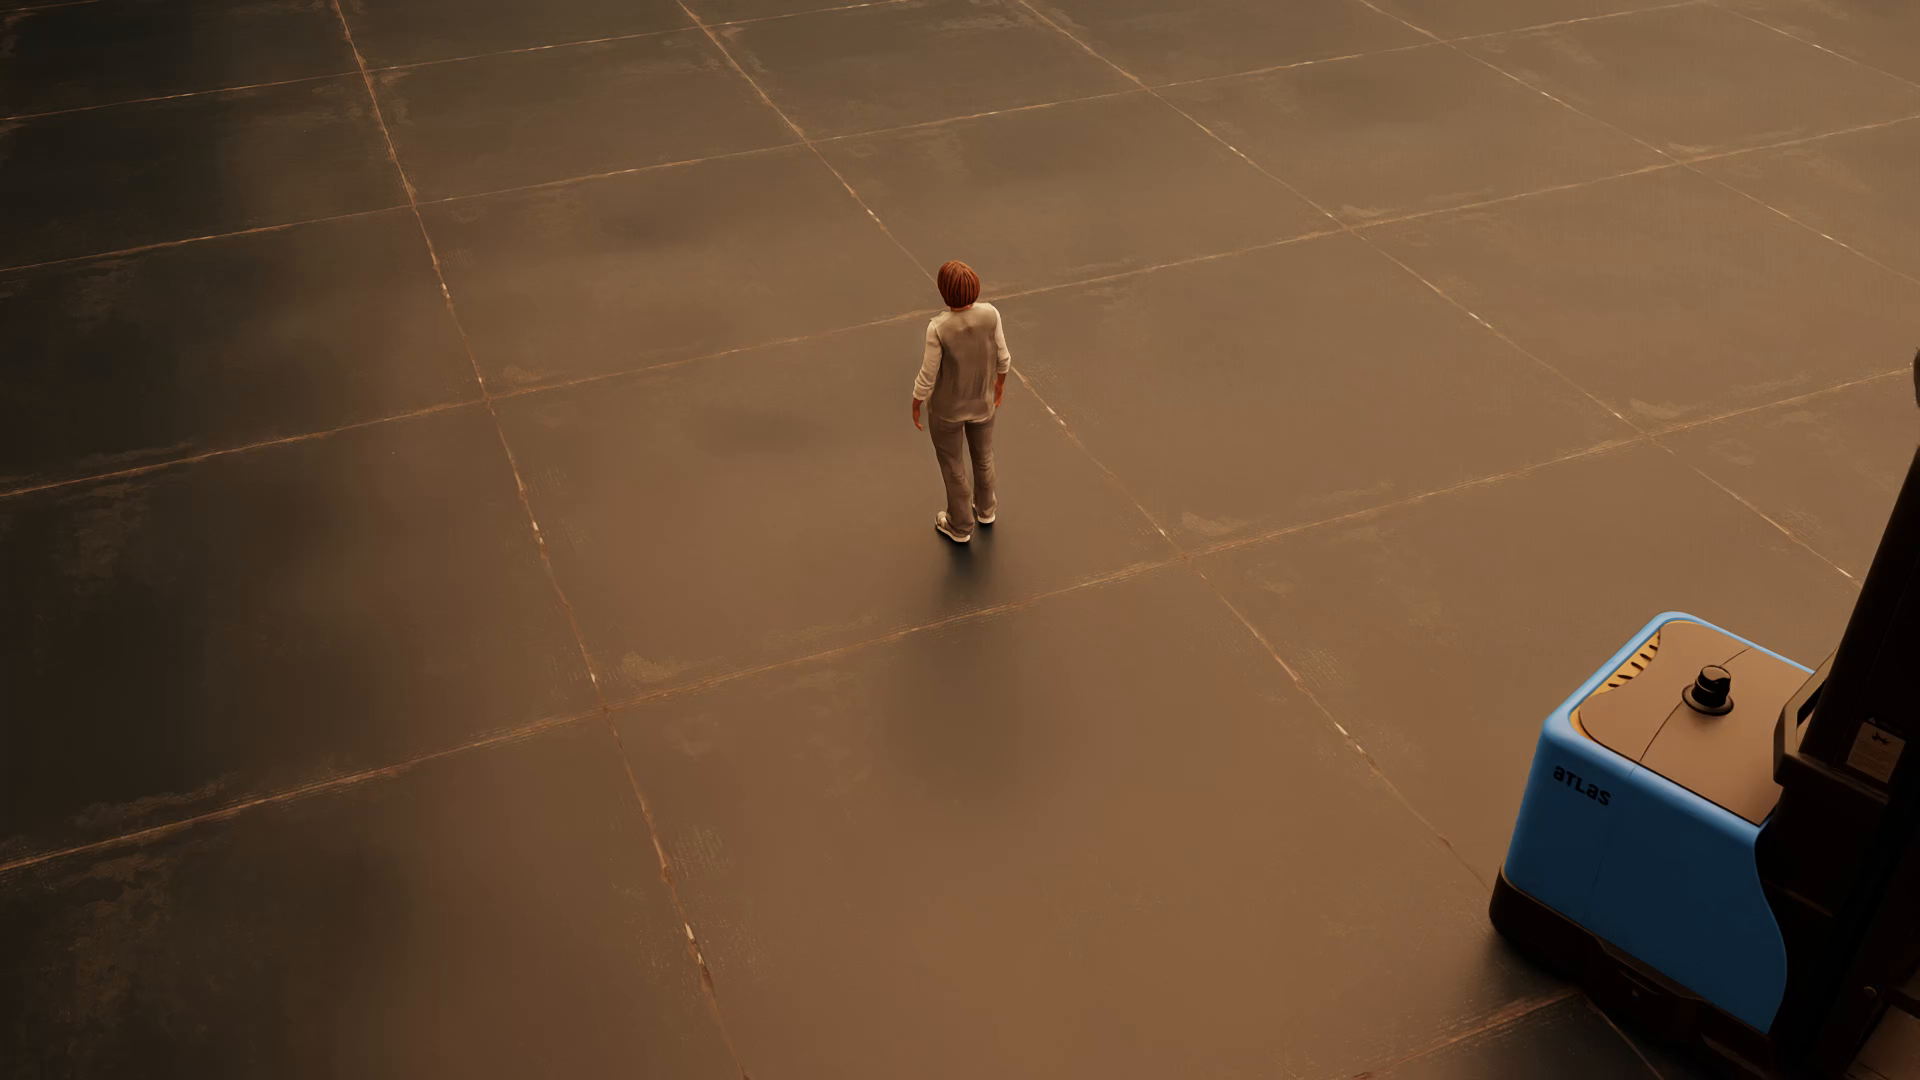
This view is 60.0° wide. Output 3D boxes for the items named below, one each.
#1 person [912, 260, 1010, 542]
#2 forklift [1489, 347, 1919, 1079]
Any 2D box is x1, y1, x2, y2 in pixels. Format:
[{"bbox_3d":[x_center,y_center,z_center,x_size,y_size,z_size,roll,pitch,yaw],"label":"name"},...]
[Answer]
[{"bbox_3d":[-0.015,-0.699,8.220,0.520,1.597,0.475,-14,38,-19],"label":"person"},{"bbox_3d":[3.449,0.734,5.067,1.130,2.935,3.031,-30,45,-35],"label":"forklift"}]
